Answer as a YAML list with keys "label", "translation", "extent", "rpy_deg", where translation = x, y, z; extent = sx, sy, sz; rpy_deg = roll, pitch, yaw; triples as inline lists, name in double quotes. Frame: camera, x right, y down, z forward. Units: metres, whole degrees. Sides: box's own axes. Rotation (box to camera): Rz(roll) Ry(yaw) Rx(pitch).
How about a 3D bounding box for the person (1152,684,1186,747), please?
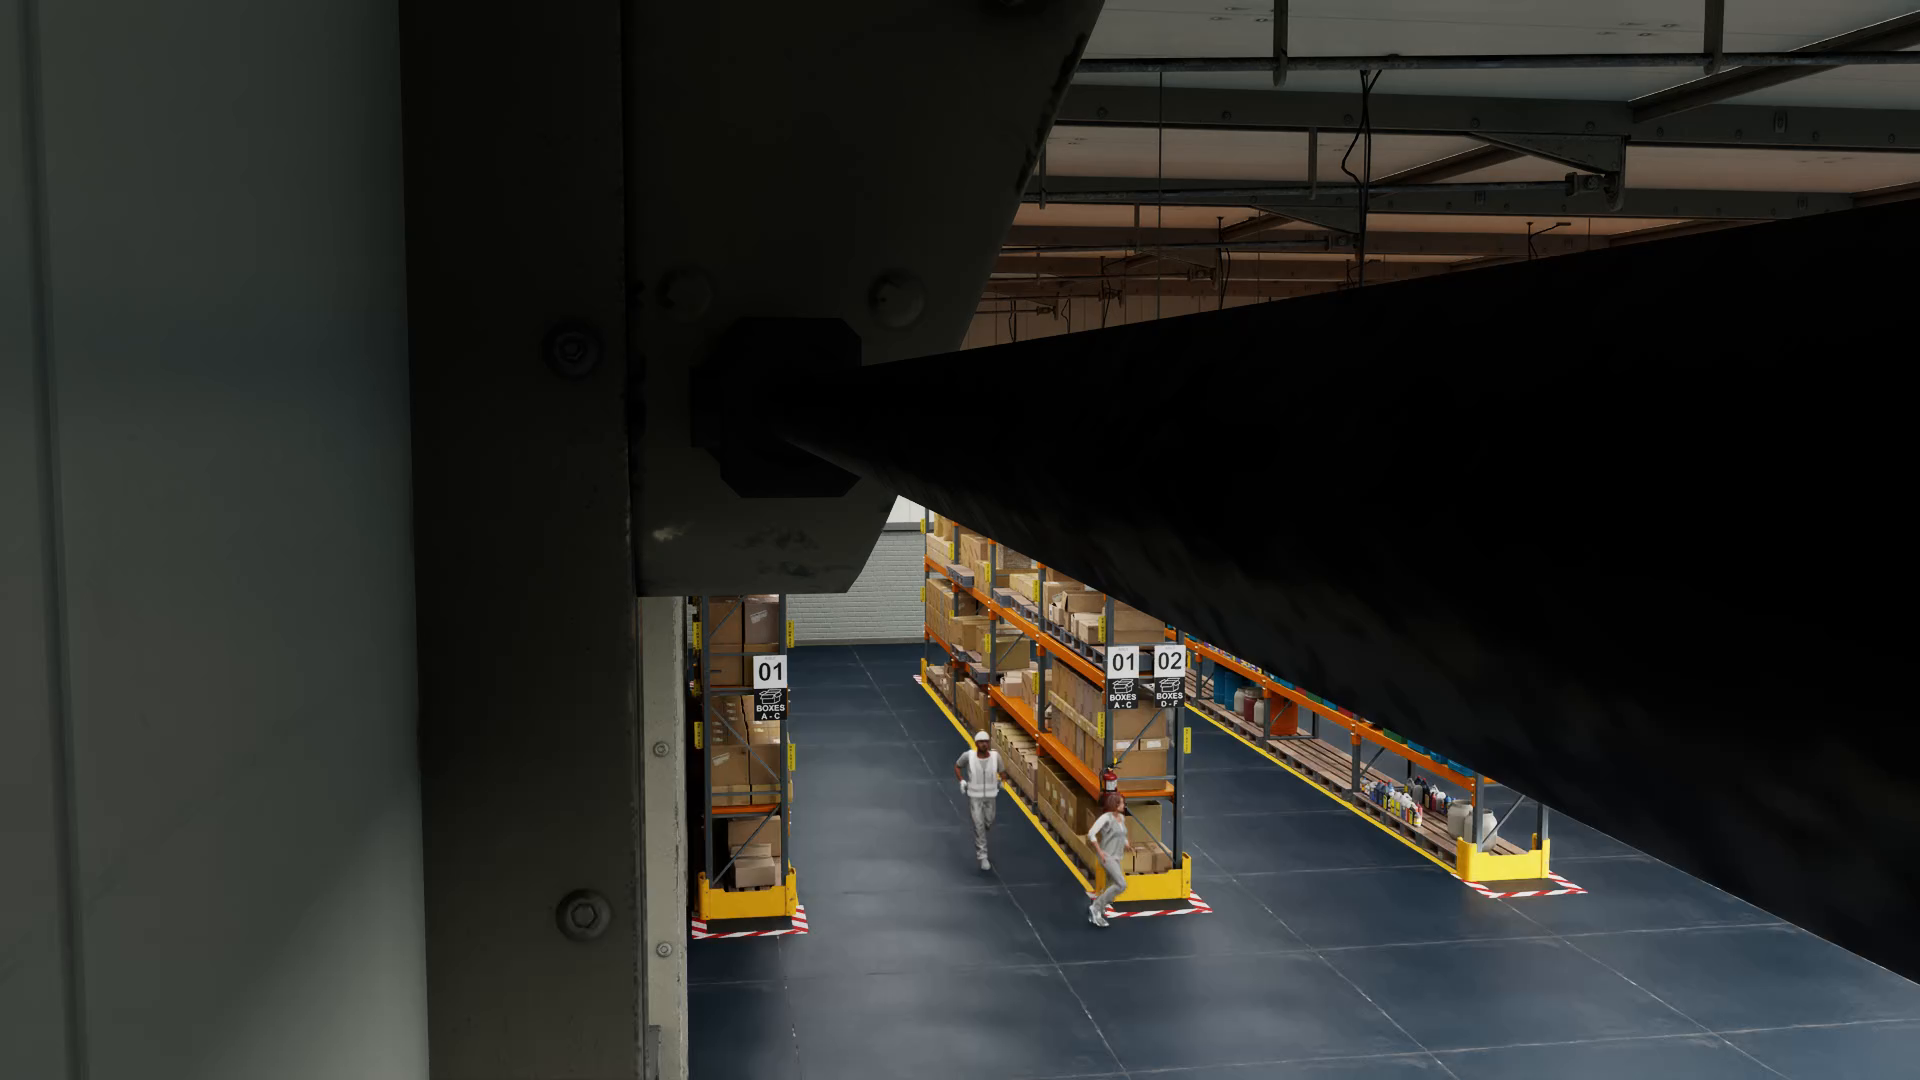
- label: "person"
  translation: [3.775, 2.874, 30.074]
  extent: [0.618, 1.663, 0.631]
  rpy_deg: [-1, 5, -15]

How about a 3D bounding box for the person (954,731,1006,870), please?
- label: "person"
  translation: [0.294, 3.466, 22.491]
  extent: [0.683, 1.787, 0.962]
  rpy_deg: [-1, 5, -12]

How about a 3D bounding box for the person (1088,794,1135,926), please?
- label: "person"
  translation: [1.824, 3.808, 19.817]
  extent: [0.529, 1.543, 0.582]
  rpy_deg: [3, 6, 30]
